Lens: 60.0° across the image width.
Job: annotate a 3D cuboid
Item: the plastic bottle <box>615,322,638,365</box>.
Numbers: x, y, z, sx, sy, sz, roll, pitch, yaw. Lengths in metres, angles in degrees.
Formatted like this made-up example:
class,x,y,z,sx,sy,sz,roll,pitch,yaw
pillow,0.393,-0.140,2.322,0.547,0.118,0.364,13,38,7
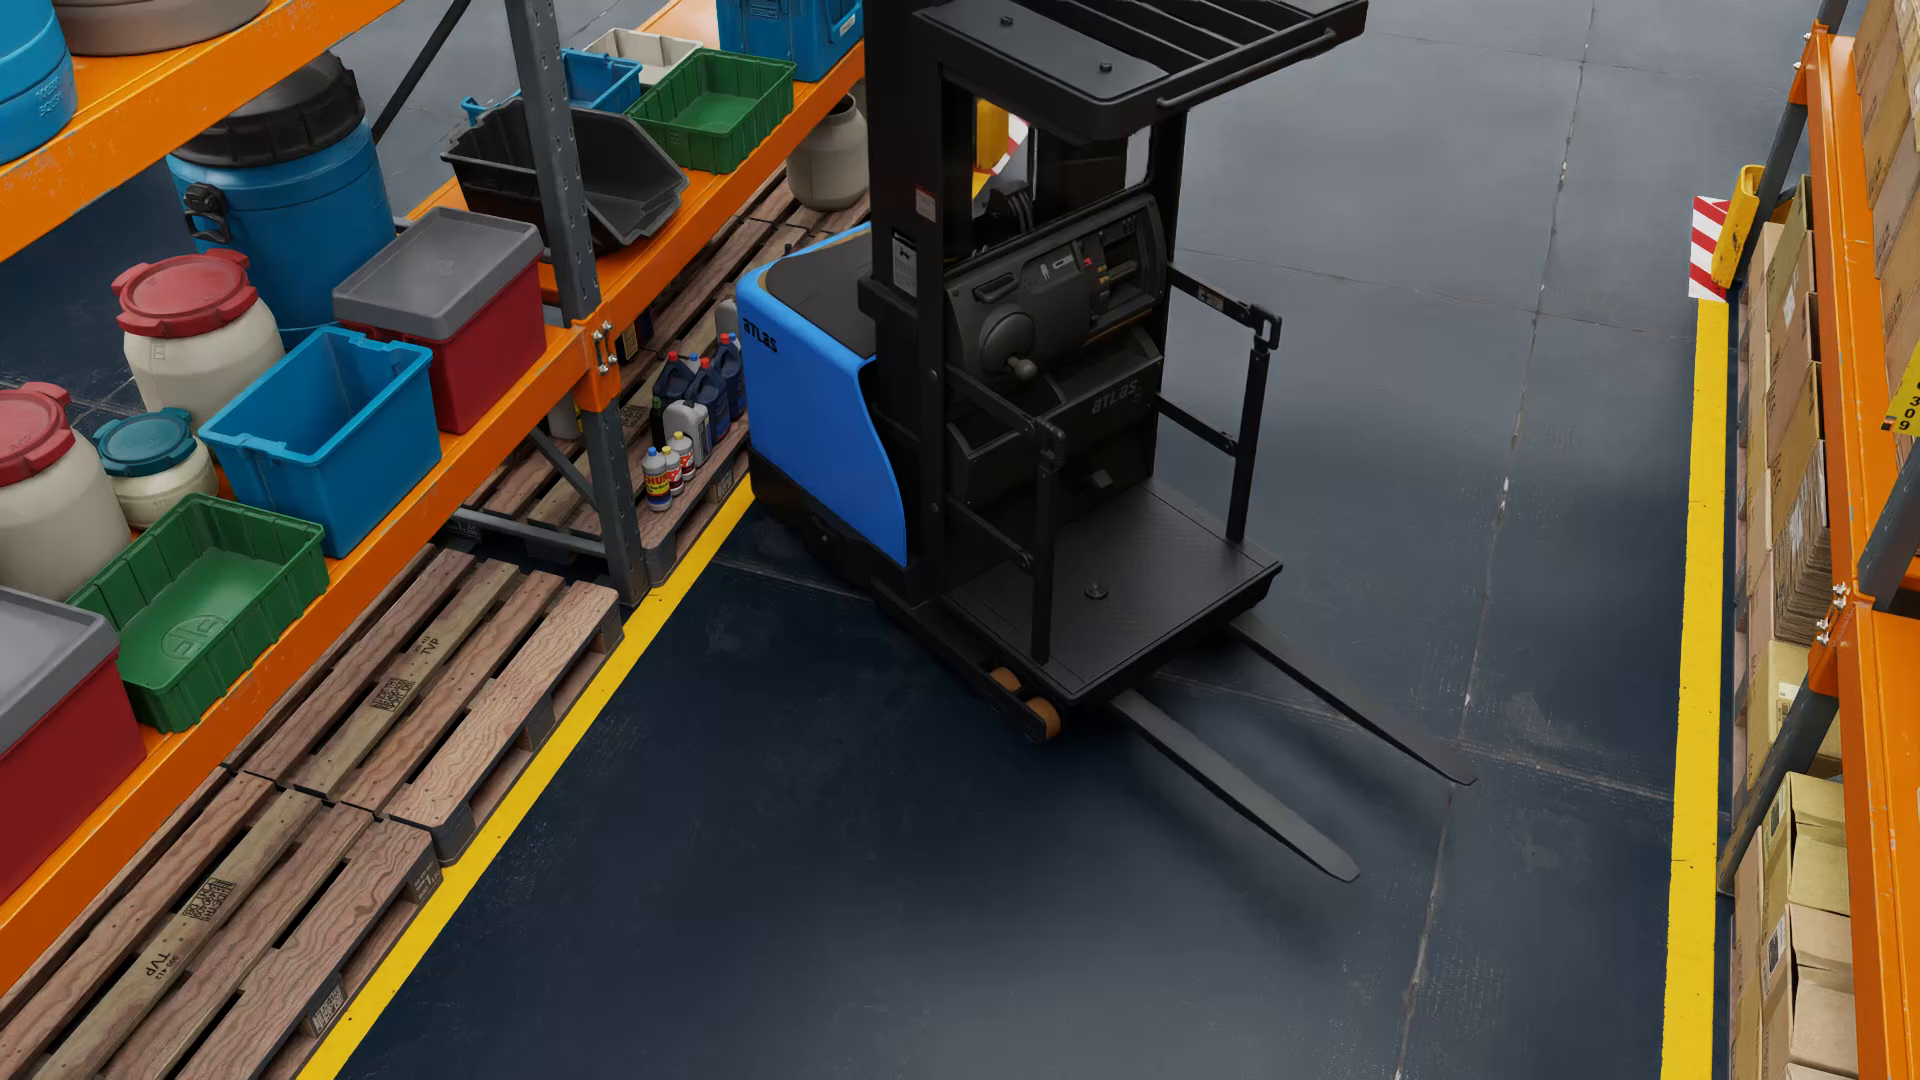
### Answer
class,x,y,z,sx,sy,sz,roll,pitch,yaw
plastic bottle,-1.477,-0.917,7.268,0.061,0.283,0.133,13,42,15

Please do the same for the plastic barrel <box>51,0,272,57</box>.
class,x,y,z,sx,sy,sz,roll,pitch,yaw
plastic barrel,-1.901,-1.594,3.610,0.600,0.901,0.600,0,40,0

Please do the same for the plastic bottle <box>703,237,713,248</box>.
class,x,y,z,sx,sy,sz,roll,pitch,yaw
plastic bottle,-1.252,-1.552,8.021,0.097,0.271,0.097,0,40,0

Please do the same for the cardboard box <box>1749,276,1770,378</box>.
class,x,y,z,sx,sy,sz,roll,pitch,yaw
cardboard box,3.754,-0.888,7.275,0.500,0.250,0.500,13,42,15

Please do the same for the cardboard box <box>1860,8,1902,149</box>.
class,x,y,z,sx,sy,sz,roll,pitch,yaw
cardboard box,3.967,-1.793,6.463,0.700,0.500,0.500,14,43,16

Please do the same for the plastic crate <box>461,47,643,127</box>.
class,x,y,z,sx,sy,sz,roll,pitch,yaw
plastic crate,-1.584,-1.698,6.544,0.499,0.251,0.616,13,42,15

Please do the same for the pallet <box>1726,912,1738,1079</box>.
class,x,y,z,sx,sy,sz,roll,pitch,yaw
pallet,2.731,1.601,4.711,1.003,0.211,1.213,13,42,15

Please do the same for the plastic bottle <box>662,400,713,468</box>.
class,x,y,z,sx,sy,sz,roll,pitch,yaw
plastic bottle,-1.101,-0.451,6.727,0.152,0.276,0.135,15,43,17

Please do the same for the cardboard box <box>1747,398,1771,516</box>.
class,x,y,z,sx,sy,sz,roll,pitch,yaw
cardboard box,3.407,-0.279,6.561,0.500,0.250,0.500,13,42,15

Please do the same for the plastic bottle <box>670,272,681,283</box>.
class,x,y,z,sx,sy,sz,roll,pitch,yaw
plastic bottle,-1.369,-1.343,7.776,0.097,0.271,0.097,0,40,0

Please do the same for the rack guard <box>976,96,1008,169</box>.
class,x,y,z,sx,sy,sz,roll,pitch,yaw
rack guard,-0.321,-2.452,9.238,1.175,0.500,0.348,13,42,15

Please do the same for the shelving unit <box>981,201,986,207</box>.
class,x,y,z,sx,sy,sz,roll,pitch,yaw
shelving unit,0.207,-1.027,7.260,0.258,0.900,0.210,0,40,0

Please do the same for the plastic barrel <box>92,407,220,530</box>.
class,x,y,z,sx,sy,sz,roll,pitch,yaw
plastic barrel,-2.304,-0.194,4.773,0.301,0.262,0.301,0,40,0

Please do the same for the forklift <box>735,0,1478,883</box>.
class,x,y,z,sx,sy,sz,roll,pitch,yaw
forklift,0.475,-0.768,5.392,1.130,2.935,3.031,-29,48,-30

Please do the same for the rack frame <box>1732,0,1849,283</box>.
class,x,y,z,sx,sy,sz,roll,pitch,yaw
rack frame,4.314,-2.358,7.202,1.000,3.000,0.127,13,42,15

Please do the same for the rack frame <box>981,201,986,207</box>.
class,x,y,z,sx,sy,sz,roll,pitch,yaw
rack frame,0.208,-1.093,7.338,0.240,0.900,0.006,0,40,0

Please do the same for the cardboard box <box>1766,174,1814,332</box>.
class,x,y,z,sx,sy,sz,roll,pitch,yaw
cardboard box,3.753,-1.174,7.032,0.500,0.500,0.500,13,42,15

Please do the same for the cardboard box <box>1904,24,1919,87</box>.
class,x,y,z,sx,sy,sz,roll,pitch,yaw
cardboard box,3.539,-1.665,5.814,0.380,0.149,0.250,13,42,15

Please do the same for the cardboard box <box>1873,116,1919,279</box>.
class,x,y,z,sx,sy,sz,roll,pitch,yaw
cardboard box,3.616,-1.169,5.732,0.700,0.500,0.500,15,43,16

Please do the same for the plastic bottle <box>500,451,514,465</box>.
class,x,y,z,sx,sy,sz,roll,pitch,yaw
plastic bottle,-1.876,-0.413,6.740,0.097,0.201,0.097,0,40,0

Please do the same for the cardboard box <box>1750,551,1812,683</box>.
class,x,y,z,sx,sy,sz,roll,pitch,yaw
cardboard box,3.080,0.334,5.842,0.500,0.250,0.500,13,42,15

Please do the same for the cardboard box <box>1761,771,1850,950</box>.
class,x,y,z,sx,sy,sz,roll,pitch,yaw
cardboard box,2.571,0.952,4.686,0.500,0.311,0.500,13,42,15

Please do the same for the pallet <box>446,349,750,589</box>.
class,x,y,z,sx,sy,sz,roll,pitch,yaw
pallet,-1.438,-0.359,7.008,1.003,0.211,1.213,13,42,15

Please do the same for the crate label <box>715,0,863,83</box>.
class,x,y,z,sx,sy,sz,roll,pitch,yaw
crate label,-0.715,-2.290,7.096,0.502,0.435,0.616,13,42,15

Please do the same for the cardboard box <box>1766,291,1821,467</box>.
class,x,y,z,sx,sy,sz,roll,pitch,yaw
cardboard box,3.406,-0.565,6.318,0.500,0.500,0.500,13,42,15

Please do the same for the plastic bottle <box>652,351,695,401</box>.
class,x,y,z,sx,sy,sz,roll,pitch,yaw
plastic bottle,-1.177,-0.612,6.858,0.144,0.351,0.185,13,42,15

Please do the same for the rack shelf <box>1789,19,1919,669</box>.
class,x,y,z,sx,sy,sz,roll,pitch,yaw
rack shelf,3.630,-0.864,6.006,1.077,0.370,4.000,13,42,15

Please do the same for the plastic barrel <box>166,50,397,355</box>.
class,x,y,z,sx,sy,sz,roll,pitch,yaw
plastic barrel,-2.124,-1.042,5.274,0.600,0.901,0.708,13,42,15

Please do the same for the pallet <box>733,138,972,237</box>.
class,x,y,z,sx,sy,sz,roll,pitch,yaw
pallet,-0.604,-1.847,8.753,1.003,0.211,1.213,13,42,15

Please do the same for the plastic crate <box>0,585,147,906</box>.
class,x,y,z,sx,sy,sz,roll,pitch,yaw
plastic crate,-2.235,0.478,3.829,0.402,0.464,0.583,13,42,15

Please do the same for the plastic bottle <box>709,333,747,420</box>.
class,x,y,z,sx,sy,sz,roll,pitch,yaw
plastic bottle,-0.977,-0.695,6.955,0.144,0.351,0.185,12,42,13

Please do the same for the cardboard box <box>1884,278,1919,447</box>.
class,x,y,z,sx,sy,sz,roll,pitch,yaw
cardboard box,3.266,-0.551,5.008,0.700,0.500,0.500,13,42,15

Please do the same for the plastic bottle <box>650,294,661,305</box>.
class,x,y,z,sx,sy,sz,roll,pitch,yaw
plastic bottle,-1.437,-1.195,7.657,0.097,0.201,0.097,0,40,0

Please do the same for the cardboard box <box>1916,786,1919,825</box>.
class,x,y,z,sx,sy,sz,roll,pitch,yaw
cardboard box,2.451,0.673,3.844,0.380,0.149,0.250,13,42,15

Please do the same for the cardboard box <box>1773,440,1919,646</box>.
class,x,y,z,sx,sy,sz,roll,pitch,yaw
cardboard box,3.081,0.049,5.598,0.500,0.500,0.500,13,42,15

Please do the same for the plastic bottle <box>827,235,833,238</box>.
class,x,y,z,sx,sy,sz,roll,pitch,yaw
plastic bottle,-0.578,-1.301,7.717,0.061,0.283,0.133,14,43,16

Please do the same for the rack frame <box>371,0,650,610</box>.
class,x,y,z,sx,sy,sz,roll,pitch,yaw
rack frame,-1.707,-1.020,5.634,1.000,3.000,0.127,13,42,15

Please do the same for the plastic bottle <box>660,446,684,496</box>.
class,x,y,z,sx,sy,sz,roll,pitch,yaw
plastic bottle,-1.151,-0.282,6.586,0.097,0.201,0.097,0,40,0

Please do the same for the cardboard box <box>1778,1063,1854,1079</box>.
class,x,y,z,sx,sy,sz,roll,pitch,yaw
cardboard box,2.219,1.572,3.960,0.500,0.311,0.500,12,42,14

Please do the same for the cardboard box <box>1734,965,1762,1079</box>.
class,x,y,z,sx,sy,sz,roll,pitch,yaw
cardboard box,2.400,1.471,4.510,0.500,0.250,0.500,14,43,16

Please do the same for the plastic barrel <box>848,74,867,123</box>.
class,x,y,z,sx,sy,sz,roll,pitch,yaw
plastic barrel,-0.493,-2.254,8.674,0.421,0.512,0.421,0,40,0

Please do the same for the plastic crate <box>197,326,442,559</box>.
class,x,y,z,sx,sy,sz,roll,pitch,yaw
plastic crate,-1.792,-0.272,4.770,0.392,0.384,0.575,13,42,15

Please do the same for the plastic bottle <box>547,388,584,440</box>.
class,x,y,z,sx,sy,sz,roll,pitch,yaw
plastic bottle,-1.622,-0.604,6.849,0.144,0.351,0.185,13,42,15

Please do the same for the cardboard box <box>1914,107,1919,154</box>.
class,x,y,z,sx,sy,sz,roll,pitch,yaw
cardboard box,3.362,-1.353,5.448,0.380,0.149,0.250,15,43,16

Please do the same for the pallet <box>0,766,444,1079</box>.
class,x,y,z,sx,sy,sz,roll,pitch,yaw
pallet,-2.355,1.275,5.093,1.003,0.211,1.213,13,42,15

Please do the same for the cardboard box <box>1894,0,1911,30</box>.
class,x,y,z,sx,sy,sz,roll,pitch,yaw
cardboard box,3.715,-1.984,6.188,0.380,0.149,0.250,13,42,14

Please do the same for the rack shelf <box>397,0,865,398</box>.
class,x,y,z,sx,sy,sz,roll,pitch,yaw
rack shelf,-1.023,-1.966,7.297,1.077,0.370,4.000,13,42,15

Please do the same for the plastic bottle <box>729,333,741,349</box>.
class,x,y,z,sx,sy,sz,roll,pitch,yaw
plastic bottle,-0.961,-0.763,7.096,0.097,0.271,0.097,0,40,0

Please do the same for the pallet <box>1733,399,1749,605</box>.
class,x,y,z,sx,sy,sz,roll,pitch,yaw
pallet,3.673,-0.080,6.681,1.003,0.211,1.213,13,42,15
